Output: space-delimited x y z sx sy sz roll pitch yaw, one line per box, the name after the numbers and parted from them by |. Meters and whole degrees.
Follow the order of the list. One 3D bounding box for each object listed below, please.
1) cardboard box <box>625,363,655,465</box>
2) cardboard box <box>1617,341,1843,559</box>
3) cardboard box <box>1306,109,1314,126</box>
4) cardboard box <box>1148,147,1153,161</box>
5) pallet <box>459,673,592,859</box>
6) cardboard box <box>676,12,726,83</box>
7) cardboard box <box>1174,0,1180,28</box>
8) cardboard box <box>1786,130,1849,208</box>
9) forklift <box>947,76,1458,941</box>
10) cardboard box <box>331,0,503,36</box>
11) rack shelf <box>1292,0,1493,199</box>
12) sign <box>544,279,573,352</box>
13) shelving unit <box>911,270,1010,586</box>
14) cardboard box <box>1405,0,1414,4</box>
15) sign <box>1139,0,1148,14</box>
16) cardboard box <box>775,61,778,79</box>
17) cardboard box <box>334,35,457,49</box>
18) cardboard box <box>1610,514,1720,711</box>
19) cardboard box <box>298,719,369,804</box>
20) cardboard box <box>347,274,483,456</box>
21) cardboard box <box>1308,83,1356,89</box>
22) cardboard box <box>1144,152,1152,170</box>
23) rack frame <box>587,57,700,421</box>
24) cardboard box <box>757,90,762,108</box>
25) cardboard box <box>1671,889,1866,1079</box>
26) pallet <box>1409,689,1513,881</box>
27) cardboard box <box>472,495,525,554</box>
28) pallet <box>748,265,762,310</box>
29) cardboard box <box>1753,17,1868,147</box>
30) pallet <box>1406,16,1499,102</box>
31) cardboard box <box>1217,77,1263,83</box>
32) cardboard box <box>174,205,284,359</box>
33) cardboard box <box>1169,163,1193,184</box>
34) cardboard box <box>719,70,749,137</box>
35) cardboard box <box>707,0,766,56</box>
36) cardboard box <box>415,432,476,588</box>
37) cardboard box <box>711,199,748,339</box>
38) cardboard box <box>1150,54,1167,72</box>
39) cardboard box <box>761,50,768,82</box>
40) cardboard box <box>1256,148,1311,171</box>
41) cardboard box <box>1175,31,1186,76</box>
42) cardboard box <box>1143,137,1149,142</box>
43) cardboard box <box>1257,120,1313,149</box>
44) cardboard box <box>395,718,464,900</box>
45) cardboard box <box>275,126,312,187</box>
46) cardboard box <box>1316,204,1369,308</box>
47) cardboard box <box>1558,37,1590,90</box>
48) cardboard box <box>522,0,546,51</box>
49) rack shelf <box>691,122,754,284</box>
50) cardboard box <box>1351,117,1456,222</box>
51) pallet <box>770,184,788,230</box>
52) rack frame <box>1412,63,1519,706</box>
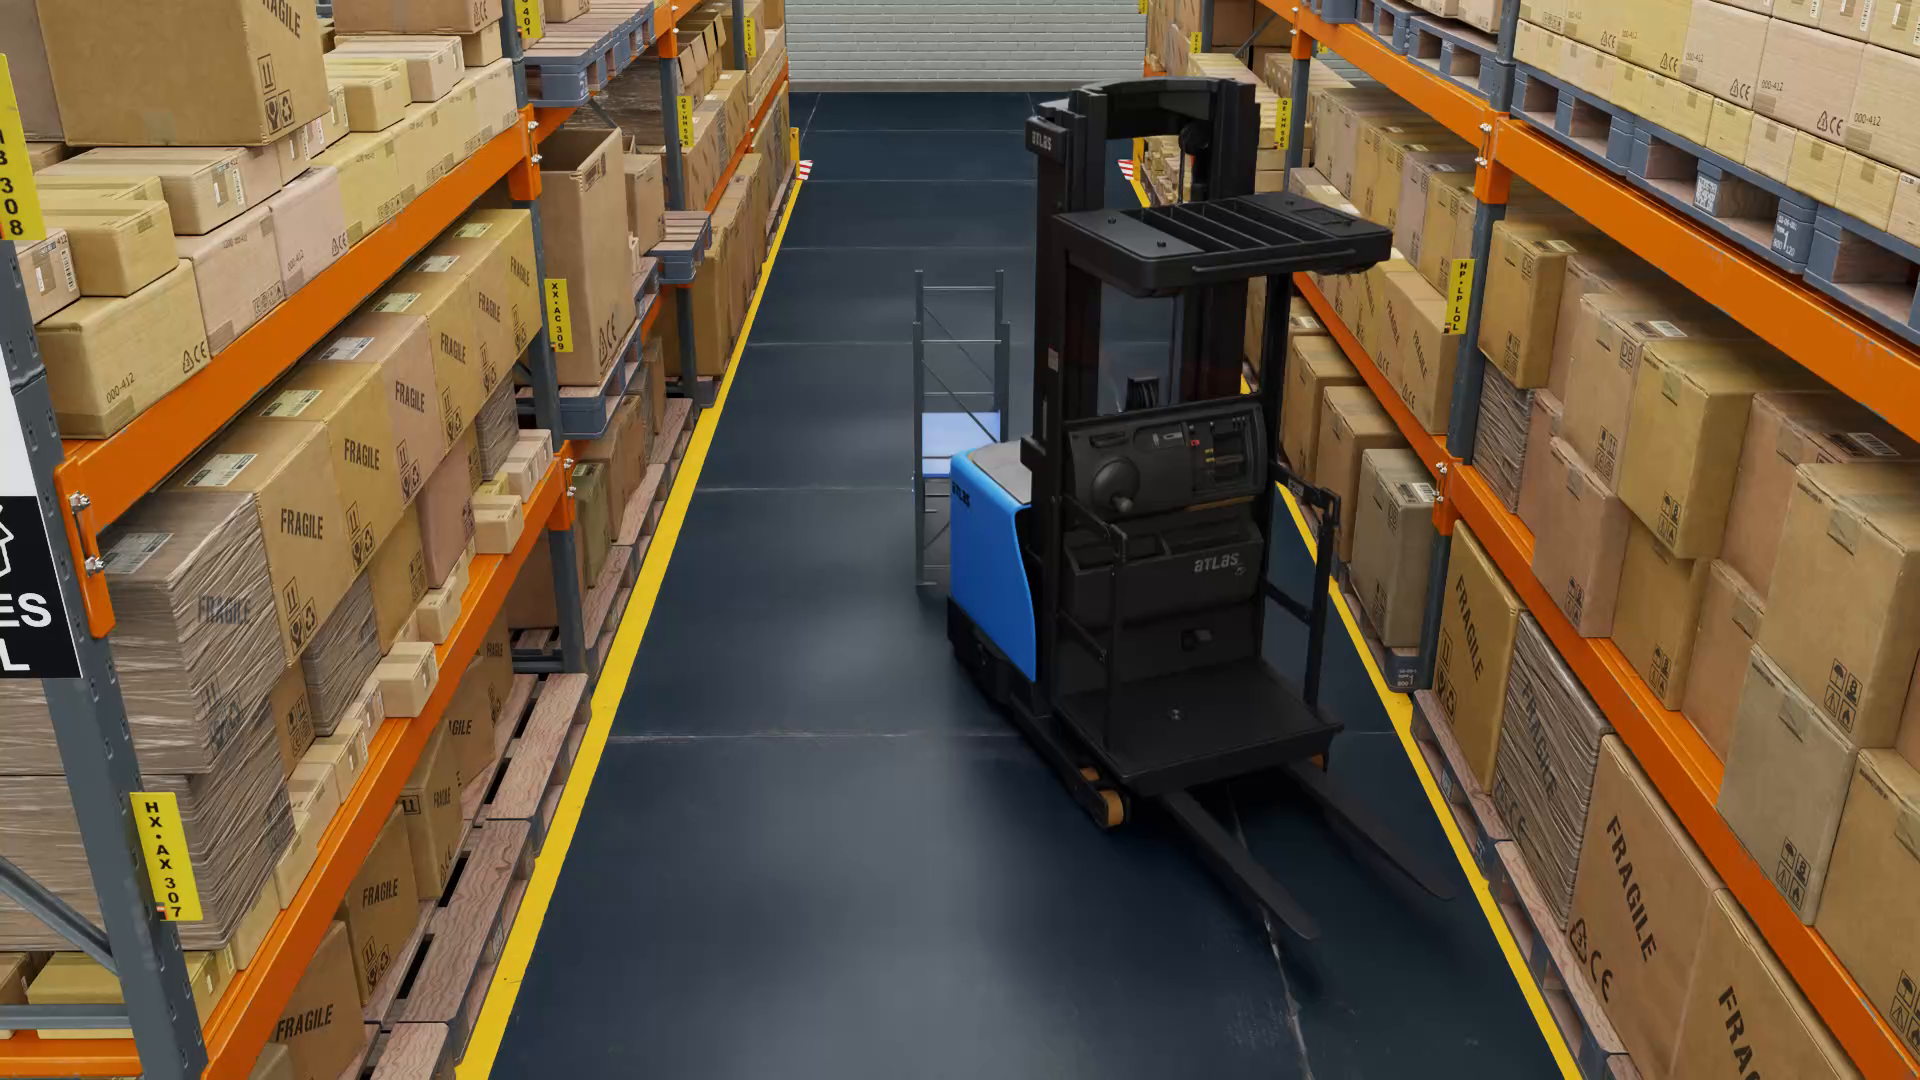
-2.283 -0.777 10.327 0.700 0.500 0.500 -2 24 -5 | cardboard box
2.649 -0.293 5.265 0.875 0.550 0.500 0 24 -1 | cardboard box
2.811 -3.144 12.495 0.380 0.149 0.250 0 24 -1 | cardboard box
2.240 -4.195 17.974 0.380 0.149 0.250 0 24 -1 | cardboard box
-2.243 0.975 7.337 1.003 0.211 1.213 0 24 -1 | pallet
-2.358 -4.108 13.854 0.797 0.503 0.637 -1 24 -2 | cardboard box
2.310 -5.102 15.695 0.500 0.500 0.500 0 24 1 | cardboard box
2.365 -0.948 4.241 0.380 0.149 0.250 -1 24 -1 | cardboard box
0.976 -0.314 6.888 1.130 2.935 3.031 -10 26 -21 | forklift
-2.026 -2.163 6.164 0.500 0.500 0.500 -1 24 -2 | cardboard box
2.653 -2.415 8.684 1.077 0.370 4.000 0 24 -1 | rack shelf
-1.743 -0.972 7.208 0.100 0.325 0.005 0 24 -1 | sign
0.001 -0.648 9.363 0.538 1.500 1.048 0 24 -1 | shelving unit
2.436 -2.837 8.219 0.500 0.311 0.500 -1 24 -2 | cardboard box
2.002 -5.889 18.081 0.100 0.325 0.005 0 24 -1 | sign
-2.071 -4.836 17.107 0.380 0.149 0.250 -1 24 -2 | cardboard box
-2.082 -1.809 6.167 0.380 0.149 0.250 0 24 0 | cardboard box
2.714 0.199 5.489 0.875 0.550 0.500 0 24 -1 | cardboard box
-1.997 0.660 4.955 0.380 0.149 0.250 0 24 -1 | cardboard box
-1.994 -0.612 5.768 0.500 0.500 0.500 0 24 -1 | cardboard box
2.805 -3.384 12.666 0.380 0.149 0.250 -1 24 -1 | cardboard box
2.230 -4.172 18.285 0.380 0.149 0.250 0 24 1 | cardboard box
-2.329 -2.220 11.018 1.000 3.000 0.127 0 24 -1 | rack frame
-2.050 -4.094 15.467 0.380 0.149 0.250 1 24 1 | cardboard box
2.645 1.593 4.655 0.875 0.875 0.875 0 24 0 | cardboard box
2.605 1.032 7.212 1.003 0.211 1.213 0 24 -1 | pallet
-1.939 -0.061 6.550 0.380 0.149 0.250 0 24 -1 | cardboard box
-2.289 -2.280 14.535 1.003 0.211 1.213 0 24 -1 | pallet
2.425 -1.188 4.288 0.500 0.250 0.500 0 24 -1 | cardboard box
2.616 -2.209 7.587 0.805 0.209 1.217 -1 24 -3 | pallet
2.147 -3.500 12.921 0.380 0.149 0.250 1 24 1 | cardboard box
-2.001 -0.634 4.054 0.500 0.250 0.500 -1 24 -2 | cardboard box
2.251 -3.584 16.262 0.380 0.149 0.250 -1 24 -3 | cardboard box
-2.095 -3.722 14.219 0.500 0.500 0.500 0 24 0 | cardboard box
-2.130 -4.893 15.840 0.500 0.500 0.500 -1 24 -2 | cardboard box
-2.266 -0.155 5.971 0.875 0.500 0.500 0 24 -1 | cardboard box
-2.318 -2.095 12.811 1.225 0.875 0.875 0 24 0 | cardboard box
2.214 -5.032 17.541 0.380 0.149 0.250 -1 24 -2 | cardboard box
-2.128 -4.549 15.988 0.500 0.250 0.500 0 24 1 | cardboard box
2.171 -2.615 11.325 0.380 0.149 0.250 0 24 1 | cardboard box
2.296 -4.442 15.449 0.500 0.500 0.500 -1 24 -2 | cardboard box
2.210 -4.443 18.162 0.380 0.149 0.250 -1 24 -3 | cardboard box
2.168 -2.749 11.260 0.380 0.149 0.250 -1 24 -3 | cardboard box
-2.222 1.032 6.351 0.500 0.500 0.500 -2 24 -5 | cardboard box
-1.994 -1.054 4.499 0.380 0.149 0.250 -1 24 -3 | cardboard box
2.380 -1.643 9.621 0.500 0.500 0.500 0 24 -1 | cardboard box
2.345 -1.680 5.860 0.380 0.149 0.250 0 24 -1 | cardboard box
-2.192 -2.371 7.077 0.797 0.503 0.637 -1 24 -3 | cardboard box
-2.351 -2.716 12.989 1.077 0.370 4.000 0 24 -1 | rack shelf
2.641 -2.097 9.412 0.700 0.500 0.500 -1 24 -1 | cardboard box
-2.319 -3.415 17.045 1.003 0.211 1.213 0 24 -1 | pallet
2.675 -0.552 7.331 1.000 3.000 0.127 0 24 -1 | rack frame
